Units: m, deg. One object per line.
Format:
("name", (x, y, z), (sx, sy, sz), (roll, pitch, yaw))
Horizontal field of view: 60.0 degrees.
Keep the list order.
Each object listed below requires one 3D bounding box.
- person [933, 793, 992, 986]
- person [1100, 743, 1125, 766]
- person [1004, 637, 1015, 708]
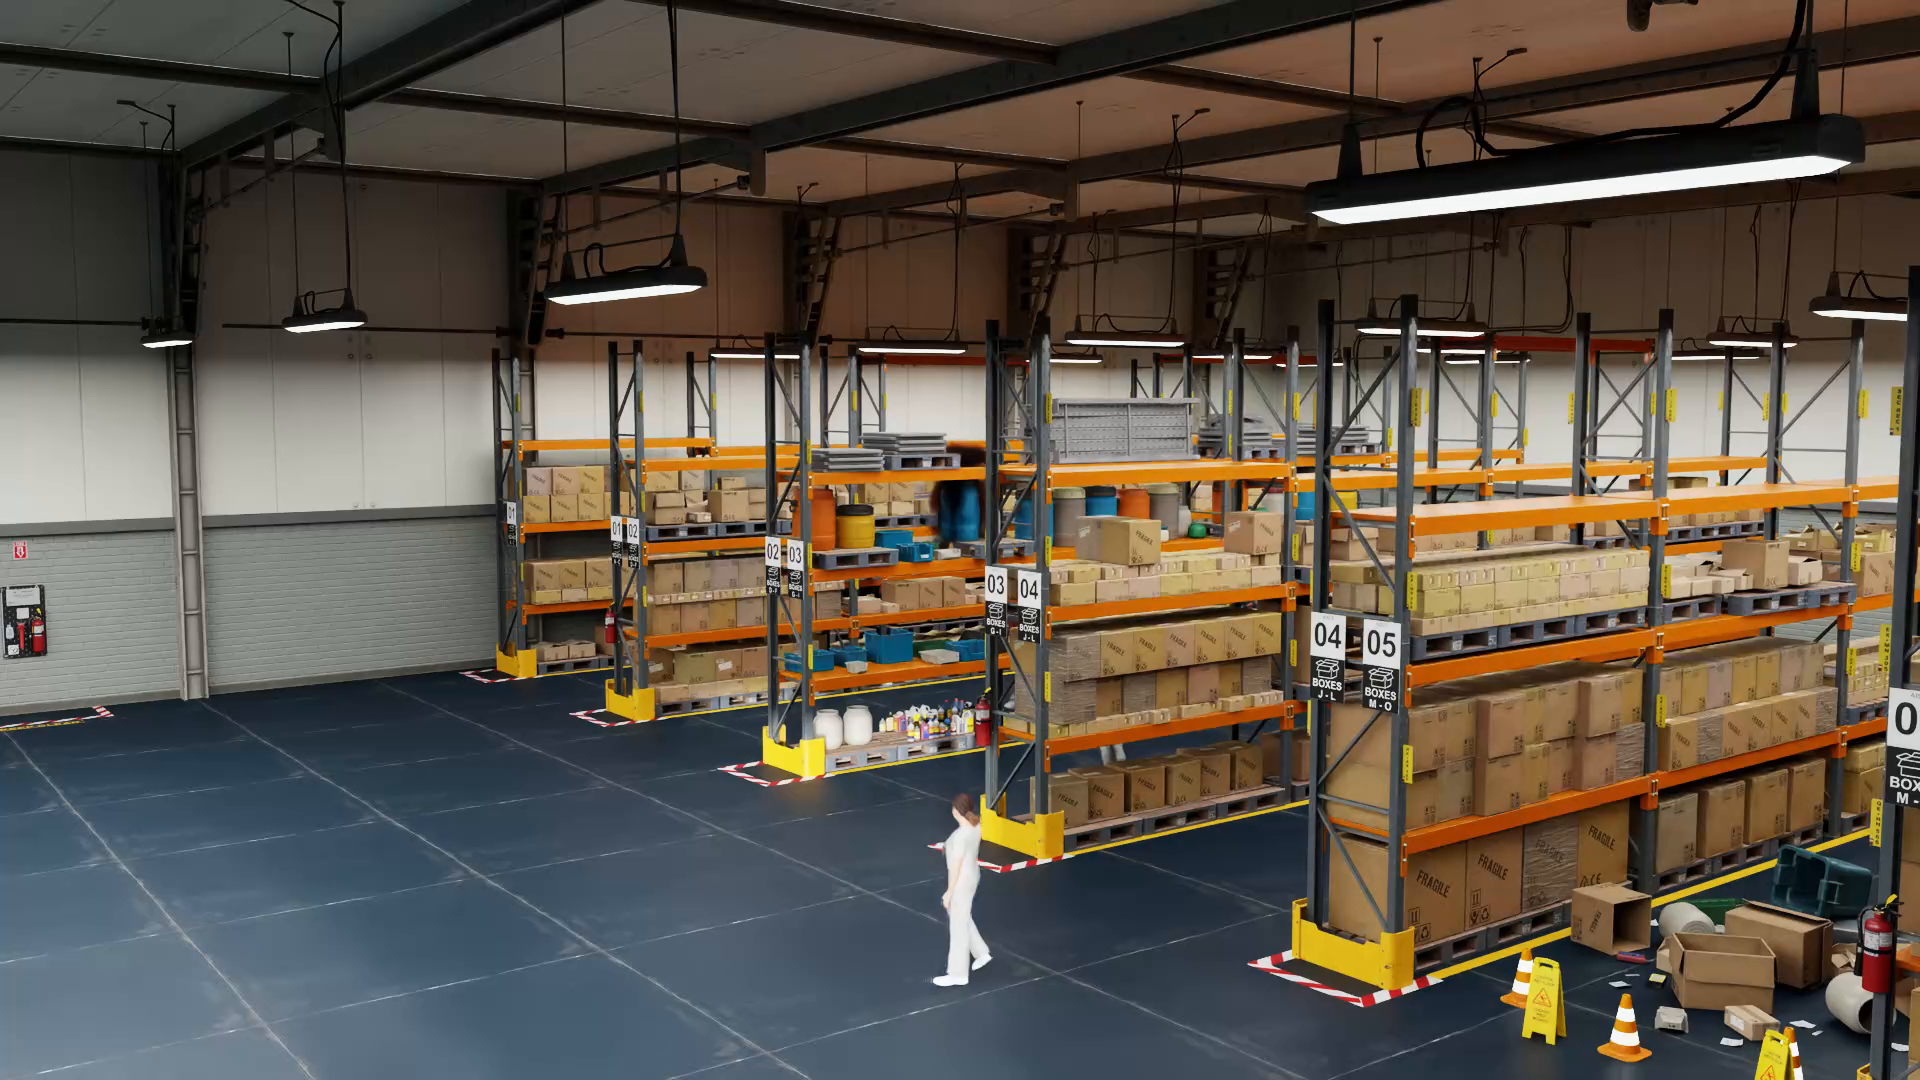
("person", (0.035, 3.037, 14.628), (0.460, 1.679, 0.544), (1, 5, 13))
("person", (1.989, 2.369, 22.366), (0.550, 1.661, 0.457), (-1, 5, -16))
("person", (1.028, 1.865, 27.533), (1.026, 1.719, 0.573), (-4, 6, -38))
